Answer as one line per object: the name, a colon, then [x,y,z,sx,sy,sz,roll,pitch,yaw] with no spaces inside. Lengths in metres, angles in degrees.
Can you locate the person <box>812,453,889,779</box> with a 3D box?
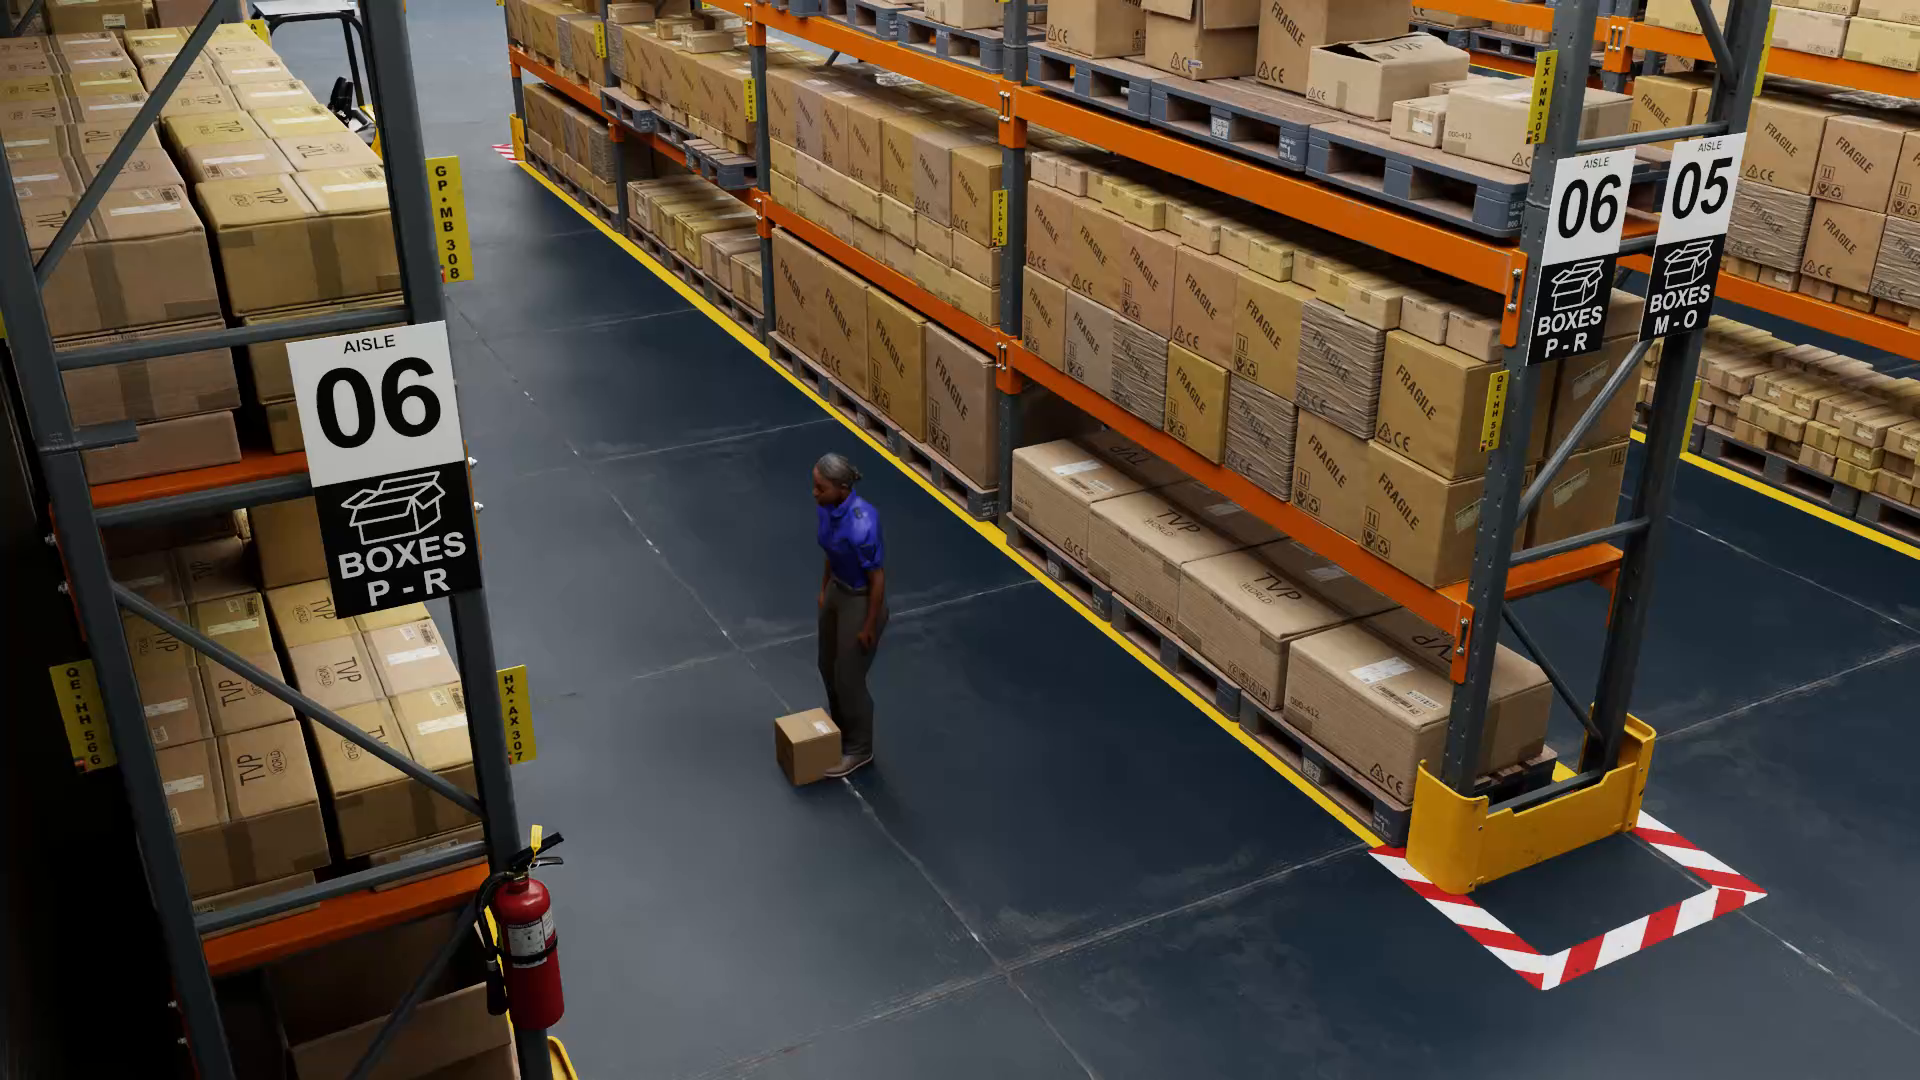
person: [-0.562,0.333,7.931,0.402,1.648,0.517,-14,29,-27]
